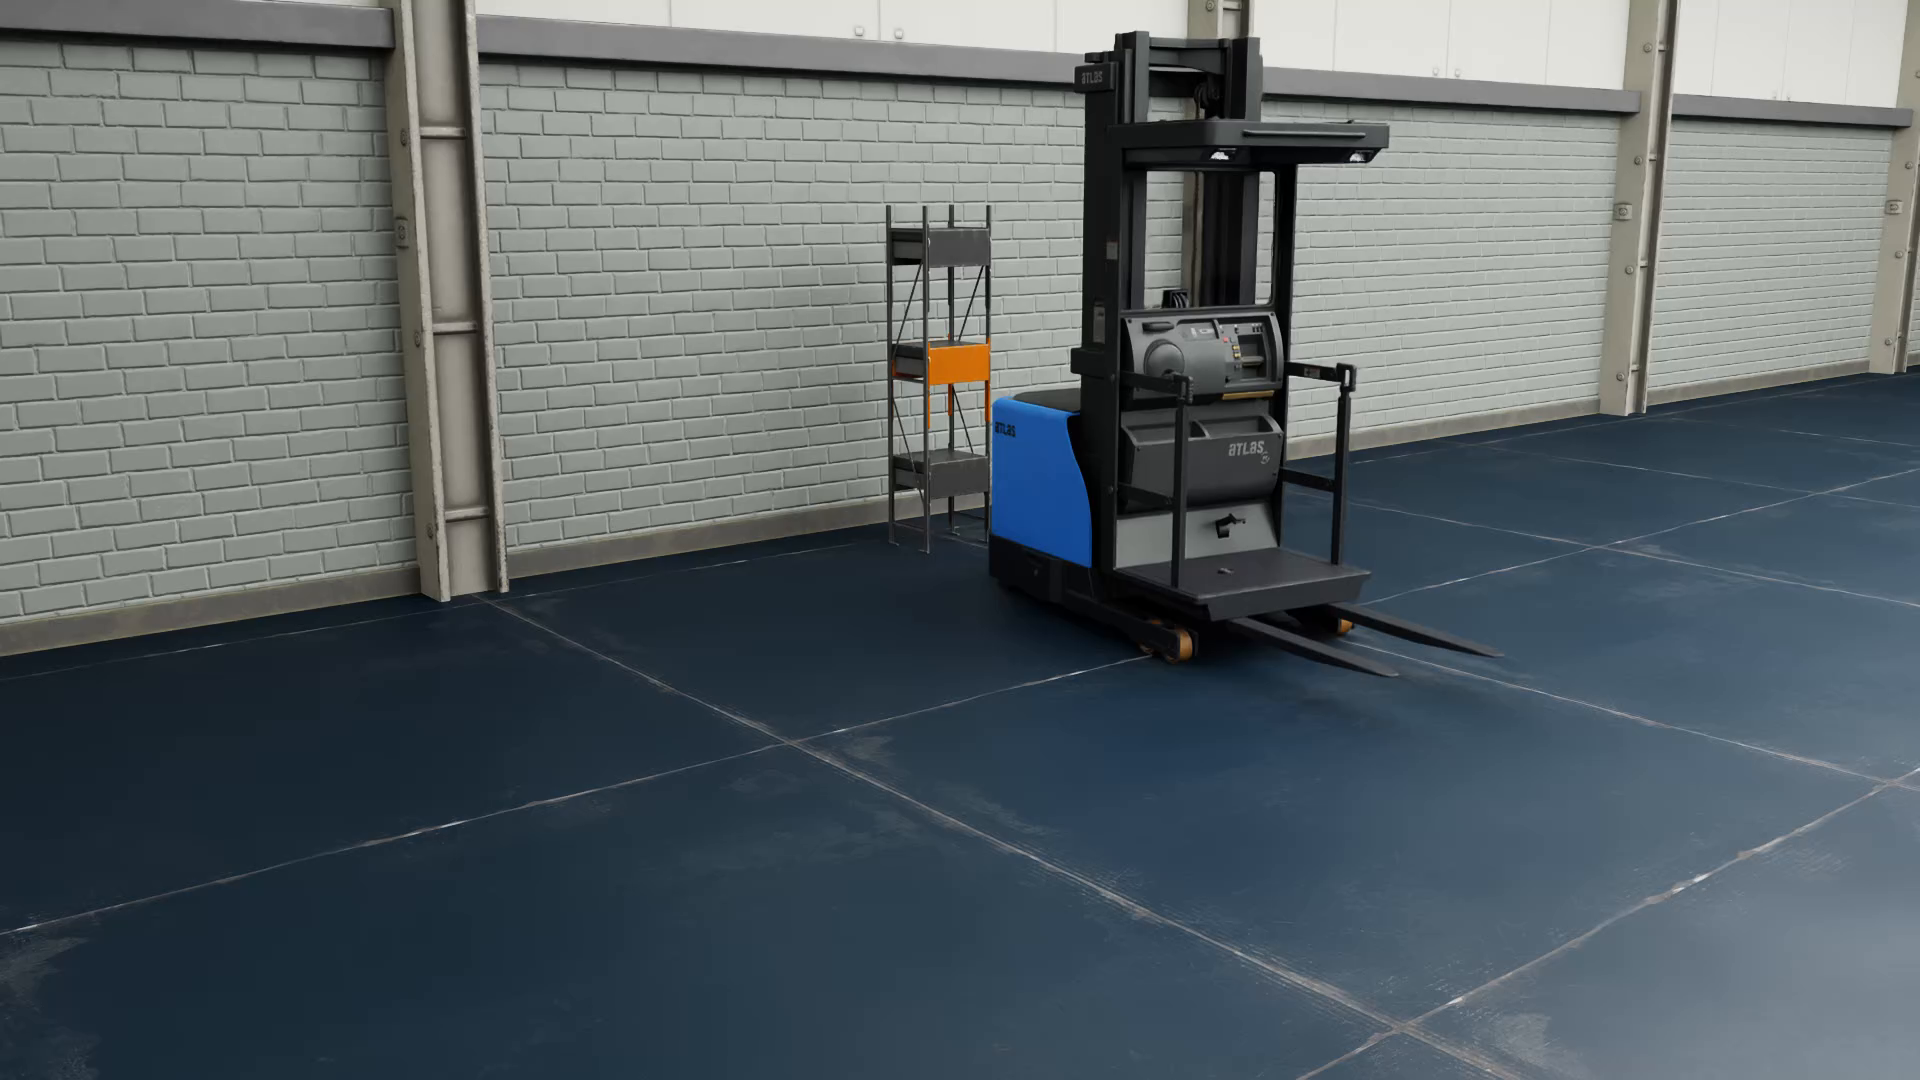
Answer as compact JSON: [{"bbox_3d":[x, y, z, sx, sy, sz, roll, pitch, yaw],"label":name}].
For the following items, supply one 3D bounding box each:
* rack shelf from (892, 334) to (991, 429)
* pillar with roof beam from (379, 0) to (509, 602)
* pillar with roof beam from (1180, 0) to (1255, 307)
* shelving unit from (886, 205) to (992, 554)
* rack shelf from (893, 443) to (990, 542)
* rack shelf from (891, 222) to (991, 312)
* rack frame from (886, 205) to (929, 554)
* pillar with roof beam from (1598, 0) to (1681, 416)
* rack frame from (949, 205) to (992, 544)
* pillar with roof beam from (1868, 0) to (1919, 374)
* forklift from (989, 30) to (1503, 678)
[{"bbox_3d":[-0.129,-0.992,10.312,0.480,0.518,0.431,-9,15,-38],"label":"rack shelf"},{"bbox_3d":[-0.076,-3.417,5.057,0.400,9.000,9.100,-9,15,-38],"label":"pillar with roof beam"},{"bbox_3d":[4.609,-4.196,8.724,0.400,9.000,9.100,-9,15,-38],"label":"pillar with roof beam"},{"bbox_3d":[-0.129,-1.006,10.310,0.503,2.100,0.431,-9,15,-38],"label":"shelving unit"},{"bbox_3d":[-0.129,-0.308,10.458,0.480,0.518,0.431,-9,15,-38],"label":"rack shelf"},{"bbox_3d":[-0.129,-1.677,10.167,0.480,0.518,0.431,-9,15,-38],"label":"rack shelf"},{"bbox_3d":[-0.320,-0.974,10.160,0.015,2.100,0.400,-9,15,-38],"label":"rack frame"},{"bbox_3d":[9.294,-4.974,12.390,0.400,9.000,9.100,-9,15,-38],"label":"pillar with roof beam"},{"bbox_3d":[0.061,-1.037,10.459,0.015,2.100,0.400,-9,15,-38],"label":"rack frame"},{"bbox_3d":[13.979,-5.753,16.057,0.400,9.000,9.100,-9,15,-38],"label":"pillar with roof beam"},{"bbox_3d":[1.325,-0.958,8.082,1.130,2.935,3.031,-7,14,-29],"label":"forklift"}]
